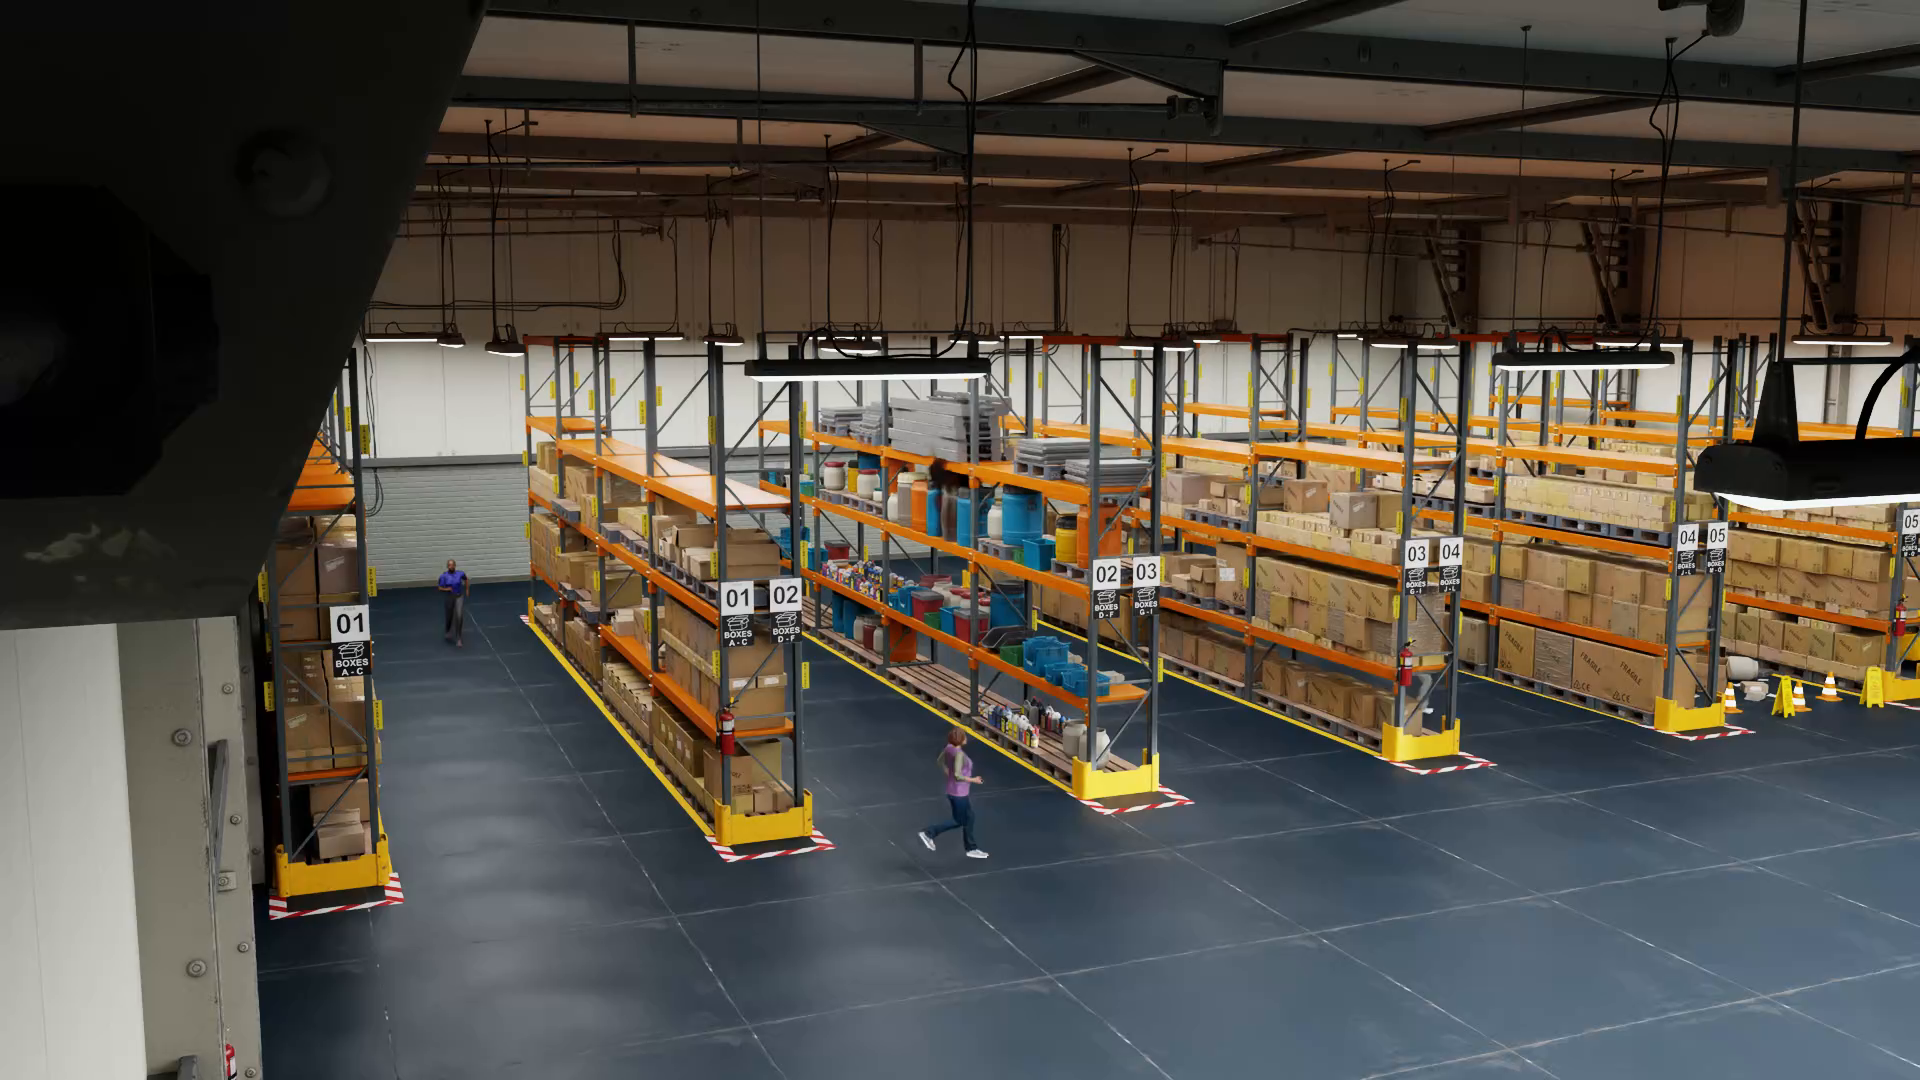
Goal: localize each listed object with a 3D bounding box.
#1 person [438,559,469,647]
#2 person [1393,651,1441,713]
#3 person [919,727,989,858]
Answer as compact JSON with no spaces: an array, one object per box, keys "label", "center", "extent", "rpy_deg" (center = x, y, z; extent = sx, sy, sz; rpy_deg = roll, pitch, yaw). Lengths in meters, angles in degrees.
[{"label":"person","center":[-9.886,1.204,32.486],"extent":[0.575,1.699,0.898],"rpy_deg":[-2,8,-17]},{"label":"person","center":[7.401,1.982,26.857],"extent":[0.823,1.608,0.595],"rpy_deg":[-1,8,-4]},{"label":"person","center":[-0.070,2.974,19.466],"extent":[0.827,1.592,0.535],"rpy_deg":[-1,8,-7]}]
